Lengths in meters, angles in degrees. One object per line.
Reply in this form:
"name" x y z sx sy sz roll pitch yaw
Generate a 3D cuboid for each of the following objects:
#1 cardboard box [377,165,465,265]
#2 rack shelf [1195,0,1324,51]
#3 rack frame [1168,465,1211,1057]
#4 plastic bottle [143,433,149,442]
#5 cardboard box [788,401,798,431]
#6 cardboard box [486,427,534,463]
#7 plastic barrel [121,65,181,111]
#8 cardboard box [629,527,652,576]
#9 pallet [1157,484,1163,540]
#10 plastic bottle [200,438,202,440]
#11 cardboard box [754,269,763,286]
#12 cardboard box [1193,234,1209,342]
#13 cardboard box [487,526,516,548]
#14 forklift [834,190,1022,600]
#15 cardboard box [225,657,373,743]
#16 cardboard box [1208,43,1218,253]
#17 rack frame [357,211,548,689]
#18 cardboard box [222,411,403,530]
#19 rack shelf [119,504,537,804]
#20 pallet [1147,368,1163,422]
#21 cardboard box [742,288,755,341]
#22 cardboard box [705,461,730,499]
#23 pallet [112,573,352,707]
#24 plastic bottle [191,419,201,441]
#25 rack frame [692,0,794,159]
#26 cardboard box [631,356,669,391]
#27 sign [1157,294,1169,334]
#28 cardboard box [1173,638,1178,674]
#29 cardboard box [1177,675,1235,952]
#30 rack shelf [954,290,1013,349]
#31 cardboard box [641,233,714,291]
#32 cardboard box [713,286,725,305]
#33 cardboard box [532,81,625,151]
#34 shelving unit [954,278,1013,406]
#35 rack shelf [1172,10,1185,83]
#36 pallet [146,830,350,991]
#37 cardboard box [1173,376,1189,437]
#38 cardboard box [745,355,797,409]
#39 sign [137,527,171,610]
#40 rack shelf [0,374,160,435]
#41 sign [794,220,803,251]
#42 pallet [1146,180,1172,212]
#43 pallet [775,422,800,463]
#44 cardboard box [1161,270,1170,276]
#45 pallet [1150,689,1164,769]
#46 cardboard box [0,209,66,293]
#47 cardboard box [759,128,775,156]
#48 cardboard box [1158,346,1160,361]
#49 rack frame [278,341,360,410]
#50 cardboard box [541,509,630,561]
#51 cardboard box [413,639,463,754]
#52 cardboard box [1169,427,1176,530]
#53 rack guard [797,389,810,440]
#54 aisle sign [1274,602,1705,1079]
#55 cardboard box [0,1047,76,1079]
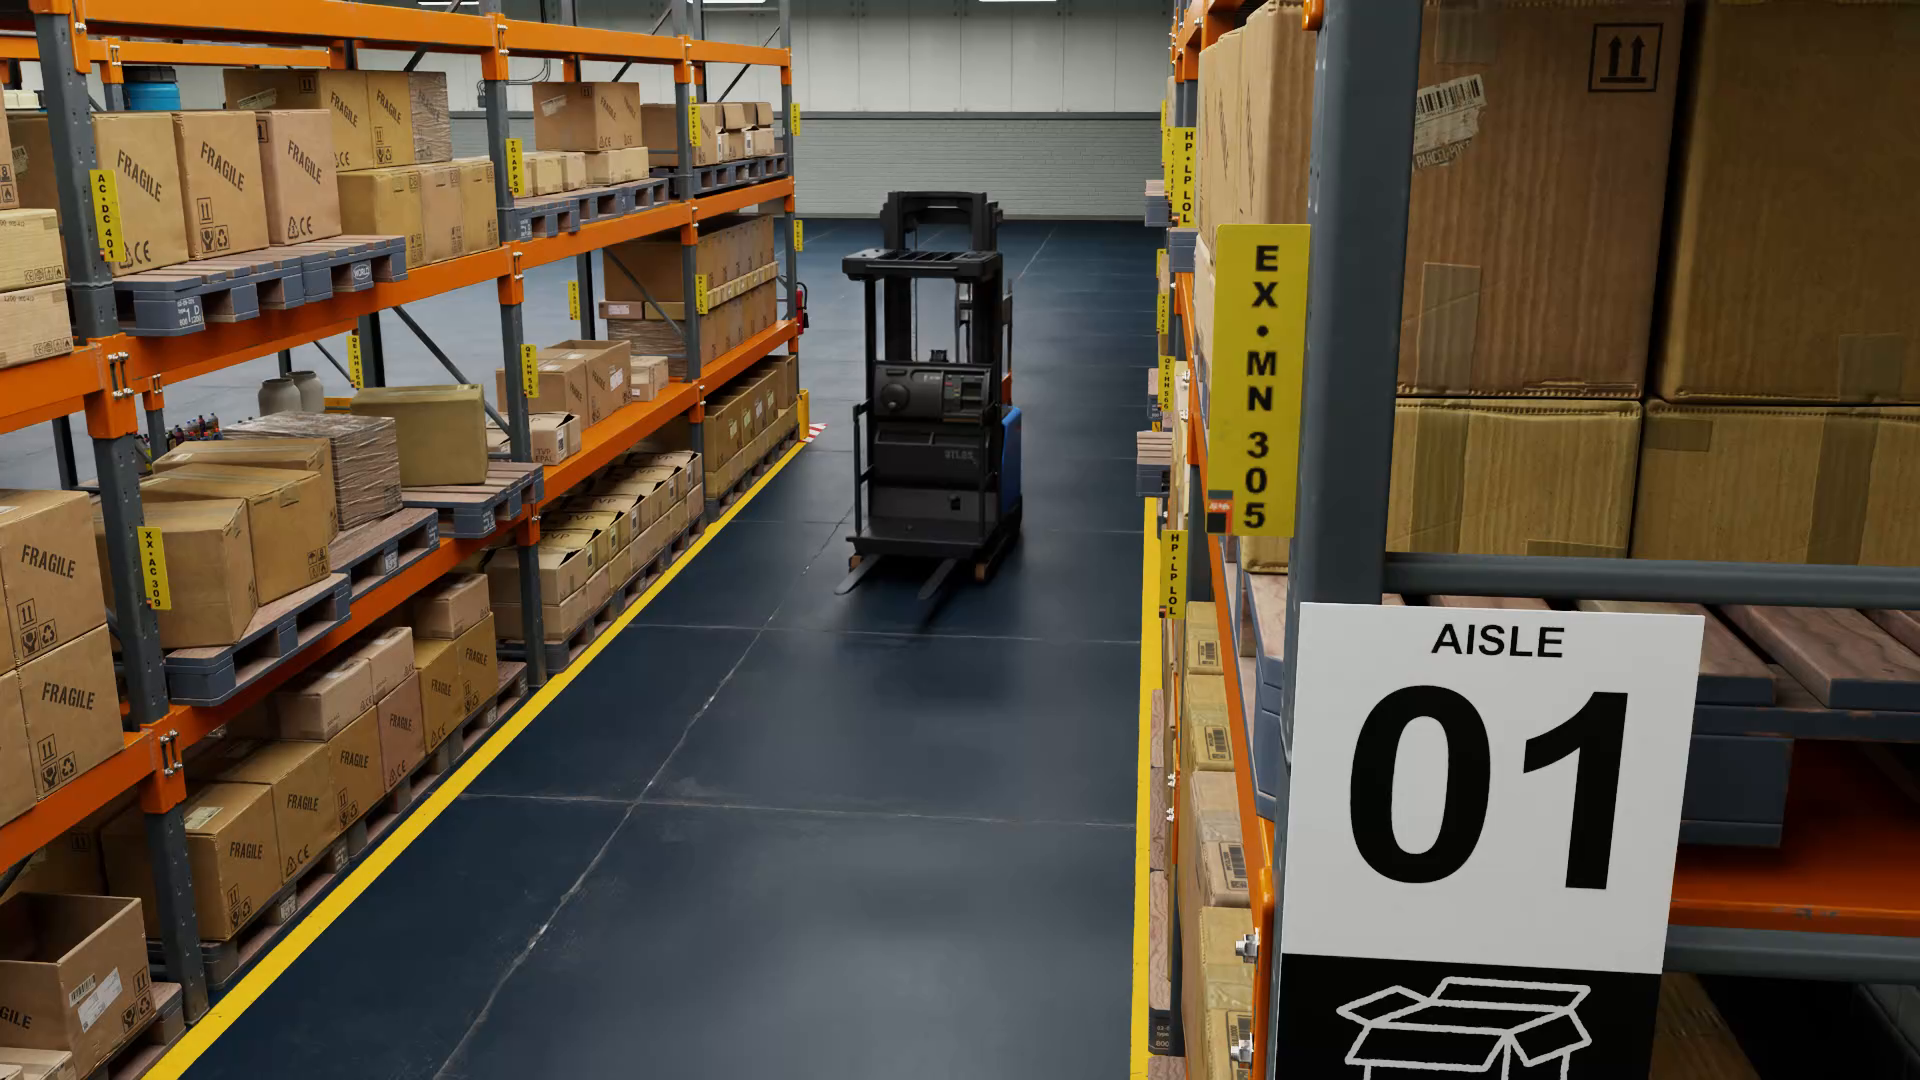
"cardboard box" -3.245 -1.775 9.041 0.910 0.500 0.500 2 15 6
"rack shelf" 1.074 -1.179 3.428 1.077 0.370 4.000 2 15 6
"rack frame" 1.300 0.658 5.984 1.000 3.000 0.127 2 15 6
"plastic bottle" -7.856 -0.879 16.027 0.061 0.283 0.133 3 15 10
"cardboard box" -2.036 -1.327 17.787 0.500 0.250 0.500 2 15 6
"cardboard box" -3.087 -0.575 10.712 0.500 0.311 0.500 3 15 10
"plastic barrel" -7.423 -3.857 15.167 0.600 0.901 0.708 2 15 6
"cardboard box" -2.654 0.074 12.604 0.500 0.250 0.500 2 15 7
"pallet" 2.243 -0.246 14.669 1.003 0.211 1.213 2 15 6
"plastic bottle" -7.242 -0.843 15.916 0.097 0.271 0.097 0 15 0
"cardboard box" -2.210 -2.657 16.807 0.380 0.149 0.250 2 15 7
"cardboard box" 0.888 -0.666 4.423 0.500 0.250 0.500 1 15 5
"cardboard box" -3.305 0.051 11.616 0.500 0.311 0.500 1 15 5
"forklift" -0.260 -1.186 12.932 1.130 2.935 3.031 3 15 11
"cardboard box" -3.213 0.767 8.087 0.500 0.250 0.500 2 15 6
"cardboard box" 0.838 -0.893 3.825 0.500 0.500 0.500 2 15 7
"rack frame" -3.171 -0.525 10.356 1.000 3.000 0.127 2 15 6
"cardboard box" -3.423 -0.378 8.816 0.700 0.500 0.500 5 16 17
"rack shelf" -3.397 0.341 8.532 1.077 0.370 4.000 2 15 6
"pallet" 1.972 -1.131 12.965 1.003 0.211 1.213 2 15 6
"cardboard box" -2.450 -2.262 16.590 0.700 0.500 0.500 2 15 7
"cardboard box" -2.367 -0.549 14.909 0.500 0.250 0.500 2 15 6
"pallet" -3.424 0.401 7.299 1.003 0.211 1.213 2 15 6
"plastic bottle" -7.743 -1.092 16.838 0.097 0.271 0.097 0 15 0
"rack frame" -2.269 -5.496 17.247 1.000 3.000 0.127 2 15 6
"cardboard box" -2.732 -1.361 13.736 0.500 0.250 0.500 3 15 10
"sign" 1.662 -1.849 13.596 0.100 0.325 0.005 2 15 6
"cardboard box" 1.107 0.471 7.117 0.380 0.149 0.250 2 15 6
"cardboard box" 1.134 0.842 4.727 0.980 0.700 0.700 1 15 5
"rack shelf" 0.211 -1.896 14.521 0.431 0.518 0.480 3 15 11
"cardboard box" -2.621 -2.483 14.922 0.700 0.500 0.500 2 15 6
"cardboard box" -2.383 -2.253 15.312 0.380 0.149 0.250 1 15 4
"cardboard box" -2.870 -3.195 12.532 0.500 0.500 0.500 3 15 12
"shelving unit" 0.211 -1.233 14.700 0.431 2.100 0.503 3 15 11
"rack shelf" 1.977 -3.254 11.102 1.077 0.370 4.000 2 15 6
"pallet" -3.569 1.647 7.668 1.003 0.211 1.213 2 15 6
"cardboard box" 1.384 -0.694 8.745 0.500 0.250 0.500 1 15 5
"cardboard box" -2.034 -1.689 17.689 0.500 0.500 0.500 2 15 6
"sign" -3.083 0.109 6.355 0.100 0.325 0.005 2 15 6
"rack shelf" -7.867 -0.843 12.912 1.077 0.370 4.000 2 15 6
"sign" -1.731 -3.253 17.775 0.100 0.325 0.005 2 15 6
"pallet" 2.027 -2.618 12.710 1.213 0.211 1.003 2 15 6
"pallet" -2.313 -1.054 17.656 1.003 0.211 1.213 2 15 6
"cardboard box" 2.125 -2.243 15.523 0.500 0.500 0.500 2 15 8
"pallet" 1.587 1.168 9.436 1.003 0.211 1.213 2 15 6
"cardboard box" -3.408 -0.970 5.587 0.500 0.250 0.500 2 15 6
"cardboard box" -2.137 -3.939 16.451 0.500 0.250 0.500 2 15 6
"cardboard box" 2.060 -1.746 15.122 0.500 0.250 0.500 2 15 6
"rack frame" -7.190 -2.747 18.573 1.000 3.000 0.127 2 15 6
"cardboard box" -2.710 -0.067 12.051 0.500 0.311 0.500 1 15 5
"cardboard box" -3.103 0.853 9.206 0.500 0.500 0.500 1 15 4
"cardboard box" 1.374 -0.327 8.827 0.500 0.500 0.500 2 15 8
"rack guard" -2.266 -1.399 18.379 1.175 0.500 0.348 2 15 6
"aisle sign" 0.542 0.450 1.771 0.394 0.787 0.004 2 15 6
"cardboard box" -3.388 1.932 5.891 0.380 0.149 0.250 2 15 6
